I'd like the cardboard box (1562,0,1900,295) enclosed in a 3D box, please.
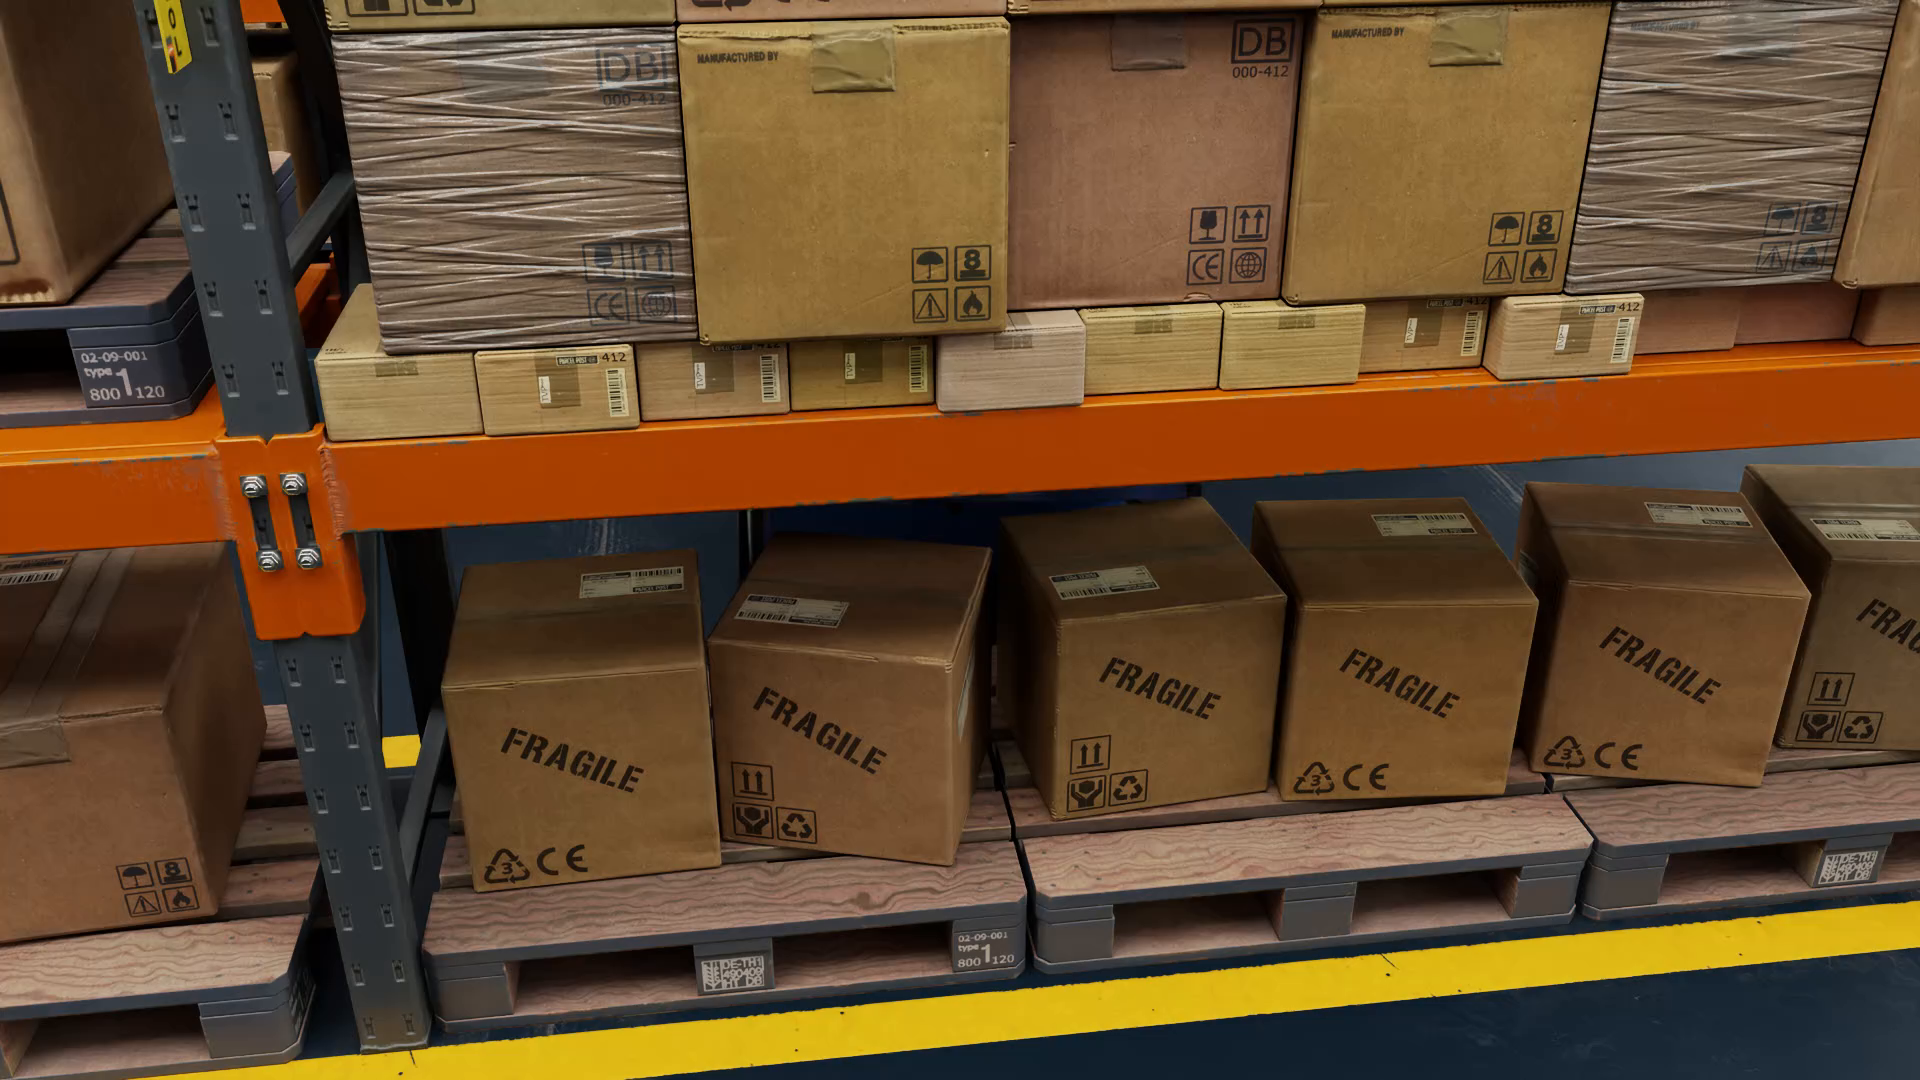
[{"bbox_3d":[1.248,-0.860,3.206,0.500,0.500,0.875,-4,27,-7],"label":"cardboard box"}]

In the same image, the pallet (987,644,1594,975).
[{"bbox_3d":[0.686,0.553,3.941,1.213,0.211,1.003,-4,27,-7],"label":"pallet"}]

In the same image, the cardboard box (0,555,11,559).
[{"bbox_3d":[-2.271,0.418,3.407,0.500,0.500,0.700,-4,27,-7],"label":"cardboard box"}]

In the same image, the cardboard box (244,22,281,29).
[{"bbox_3d":[-5.236,-3.875,11.935,0.625,0.372,0.950,-4,27,-8],"label":"cardboard box"}]

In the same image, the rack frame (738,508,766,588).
[{"bbox_3d":[-0.493,-0.303,3.904,0.032,1.500,0.500,-1,13,-11],"label":"rack frame"}]

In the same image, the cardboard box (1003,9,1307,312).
[{"bbox_3d":[0.250,-0.821,3.128,0.500,0.500,0.875,-4,27,-7],"label":"cardboard box"}]

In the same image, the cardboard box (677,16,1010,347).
[{"bbox_3d":[-0.231,-0.743,2.978,0.500,0.500,0.875,-4,27,-7],"label":"cardboard box"}]

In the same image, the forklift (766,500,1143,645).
[{"bbox_3d":[0.044,-1.630,5.217,1.130,2.935,3.031,2,27,4],"label":"forklift"}]

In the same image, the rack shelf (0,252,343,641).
[{"bbox_3d":[-3.166,-0.103,2.952,4.000,0.370,1.077,-4,27,-7],"label":"rack shelf"}]

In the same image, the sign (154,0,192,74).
[{"bbox_3d":[-1.104,-0.814,2.283,0.005,0.325,0.100,-4,27,-7],"label":"sign"}]

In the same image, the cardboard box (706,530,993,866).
[{"bbox_3d":[-0.217,0.328,3.603,0.500,0.500,0.500,5,28,9],"label":"cardboard box"}]

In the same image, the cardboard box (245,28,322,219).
[{"bbox_3d":[-3.334,-1.845,7.564,0.750,0.750,1.050,-4,27,-7],"label":"cardboard box"}]

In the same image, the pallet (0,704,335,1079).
[{"bbox_3d":[-1.956,0.741,3.575,1.213,0.211,1.003,-4,27,-7],"label":"pallet"}]

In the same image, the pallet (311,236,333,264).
[{"bbox_3d":[-2.530,-1.475,7.893,1.213,0.211,1.003,-4,27,-7],"label":"pallet"}]

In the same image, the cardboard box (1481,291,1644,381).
[{"bbox_3d":[1.052,-0.438,3.094,0.250,0.149,0.380,-4,27,-7],"label":"cardboard box"}]

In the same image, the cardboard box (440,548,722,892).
[{"bbox_3d":[-0.784,0.368,3.525,0.500,0.500,0.500,-4,28,-9],"label":"cardboard box"}]

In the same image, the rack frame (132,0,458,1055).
[{"bbox_3d":[-1.185,-0.550,3.036,0.127,3.000,1.000,-4,27,-7],"label":"rack frame"}]

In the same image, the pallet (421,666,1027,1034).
[{"bbox_3d":[-0.525,0.632,3.787,1.213,0.211,1.003,-4,27,-7],"label":"pallet"}]

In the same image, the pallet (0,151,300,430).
[{"bbox_3d":[-1.962,-0.482,3.113,1.213,0.211,1.003,-4,27,-7],"label":"pallet"}]

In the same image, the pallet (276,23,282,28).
[{"bbox_3d":[-4.547,-3.660,12.152,1.213,0.211,1.003,-4,27,-7],"label":"pallet"}]

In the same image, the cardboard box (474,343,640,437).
[{"bbox_3d":[-0.681,-0.326,2.875,0.250,0.149,0.380,-4,27,-7],"label":"cardboard box"}]

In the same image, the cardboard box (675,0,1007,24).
[{"bbox_3d":[-0.209,-1.118,2.612,0.500,0.500,0.500,-4,27,-7],"label":"cardboard box"}]

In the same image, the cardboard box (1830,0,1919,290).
[{"bbox_3d":[1.749,-0.873,3.230,0.500,0.500,0.875,-4,27,-7],"label":"cardboard box"}]

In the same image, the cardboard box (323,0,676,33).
[{"bbox_3d":[-0.704,-1.085,2.549,0.500,0.500,0.500,-4,27,-7],"label":"cardboard box"}]

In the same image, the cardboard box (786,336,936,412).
[{"bbox_3d":[-0.191,-0.375,2.969,0.250,0.149,0.380,-4,27,-7],"label":"cardboard box"}]

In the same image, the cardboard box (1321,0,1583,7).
[{"bbox_3d":[0.779,-1.186,2.745,0.500,0.500,0.500,-4,27,-7],"label":"cardboard box"}]

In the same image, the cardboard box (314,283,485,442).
[{"bbox_3d":[-0.930,-0.316,2.855,0.250,0.149,0.380,-4,27,-7],"label":"cardboard box"}]

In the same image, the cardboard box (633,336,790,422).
[{"bbox_3d":[-0.437,-0.354,2.930,0.250,0.149,0.380,-4,27,-7],"label":"cardboard box"}]

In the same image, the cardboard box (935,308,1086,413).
[{"bbox_3d":[0.062,-0.372,2.964,0.250,0.149,0.380,-4,27,-7],"label":"cardboard box"}]

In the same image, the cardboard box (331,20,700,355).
[{"bbox_3d":[-0.731,-0.727,2.947,0.500,0.500,0.875,-4,27,-7],"label":"cardboard box"}]

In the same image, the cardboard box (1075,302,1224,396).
[{"bbox_3d":[0.304,-0.407,3.032,0.250,0.149,0.380,-4,27,-7],"label":"cardboard box"}]

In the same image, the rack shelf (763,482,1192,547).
[{"bbox_3d":[0.002,-0.141,4.042,1.000,0.185,0.538,-1,13,-11],"label":"rack shelf"}]

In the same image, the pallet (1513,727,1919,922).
[{"bbox_3d":[1.891,0.477,4.090,1.213,0.211,1.003,-4,27,-7],"label":"pallet"}]

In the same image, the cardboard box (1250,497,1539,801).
[{"bbox_3d":[0.945,0.238,3.779,0.500,0.500,0.500,-1,27,-2],"label":"cardboard box"}]

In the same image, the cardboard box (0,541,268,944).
[{"bbox_3d":[-1.796,0.396,3.449,0.500,0.500,0.700,-6,28,-11],"label":"cardboard box"}]

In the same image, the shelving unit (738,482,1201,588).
[{"bbox_3d":[0.005,-0.316,4.002,1.048,1.500,0.538,-1,13,-11],"label":"shelving unit"}]

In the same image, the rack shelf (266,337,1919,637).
[{"bbox_3d":[0.795,-0.357,3.448,4.000,0.370,1.077,-4,27,-7],"label":"rack shelf"}]

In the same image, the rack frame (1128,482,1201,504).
[{"bbox_3d":[0.504,-0.328,4.100,0.032,1.500,0.500,-1,13,-11],"label":"rack frame"}]

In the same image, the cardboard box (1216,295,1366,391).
[{"bbox_3d":[0.553,-0.417,3.053,0.250,0.149,0.380,-4,27,-7],"label":"cardboard box"}]

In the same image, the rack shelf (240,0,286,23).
[{"bbox_3d":[-3.757,-2.351,7.335,4.000,0.370,1.077,-4,27,-7],"label":"rack shelf"}]

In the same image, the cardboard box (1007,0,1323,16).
[{"bbox_3d":[0.286,-1.149,2.674,0.500,0.500,0.500,-4,27,-7],"label":"cardboard box"}]

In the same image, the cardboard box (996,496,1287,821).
[{"bbox_3d":[0.386,0.253,3.749,0.500,0.500,0.500,-6,28,-12],"label":"cardboard box"}]

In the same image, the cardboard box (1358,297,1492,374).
[{"bbox_3d":[0.794,-0.454,3.124,0.250,0.149,0.380,-4,27,-7],"label":"cardboard box"}]

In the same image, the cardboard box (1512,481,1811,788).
[{"bbox_3d":[1.568,0.207,3.840,0.500,0.500,0.500,3,27,6],"label":"cardboard box"}]

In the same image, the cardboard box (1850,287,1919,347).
[{"bbox_3d":[1.785,-0.517,3.248,0.250,0.149,0.380,-4,27,-7],"label":"cardboard box"}]

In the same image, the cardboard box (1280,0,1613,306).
[{"bbox_3d":[0.751,-0.834,3.154,0.500,0.500,0.875,-4,27,-7],"label":"cardboard box"}]

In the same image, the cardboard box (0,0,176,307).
[{"bbox_3d":[-1.991,-1.016,2.828,1.000,1.000,1.000,-3,27,-7],"label":"cardboard box"}]

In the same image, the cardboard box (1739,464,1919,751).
[{"bbox_3d":[2.155,0.153,3.944,0.500,0.500,0.500,1,27,2],"label":"cardboard box"}]

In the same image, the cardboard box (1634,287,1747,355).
[{"bbox_3d":[1.287,-0.494,3.203,0.250,0.149,0.380,-4,27,-7],"label":"cardboard box"}]

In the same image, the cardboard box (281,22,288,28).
[{"bbox_3d":[-4.485,-3.921,12.024,0.625,0.372,0.950,-3,27,-5],"label":"cardboard box"}]

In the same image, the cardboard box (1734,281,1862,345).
[{"bbox_3d":[1.531,-0.520,3.253,0.250,0.149,0.380,-4,27,-7],"label":"cardboard box"}]
